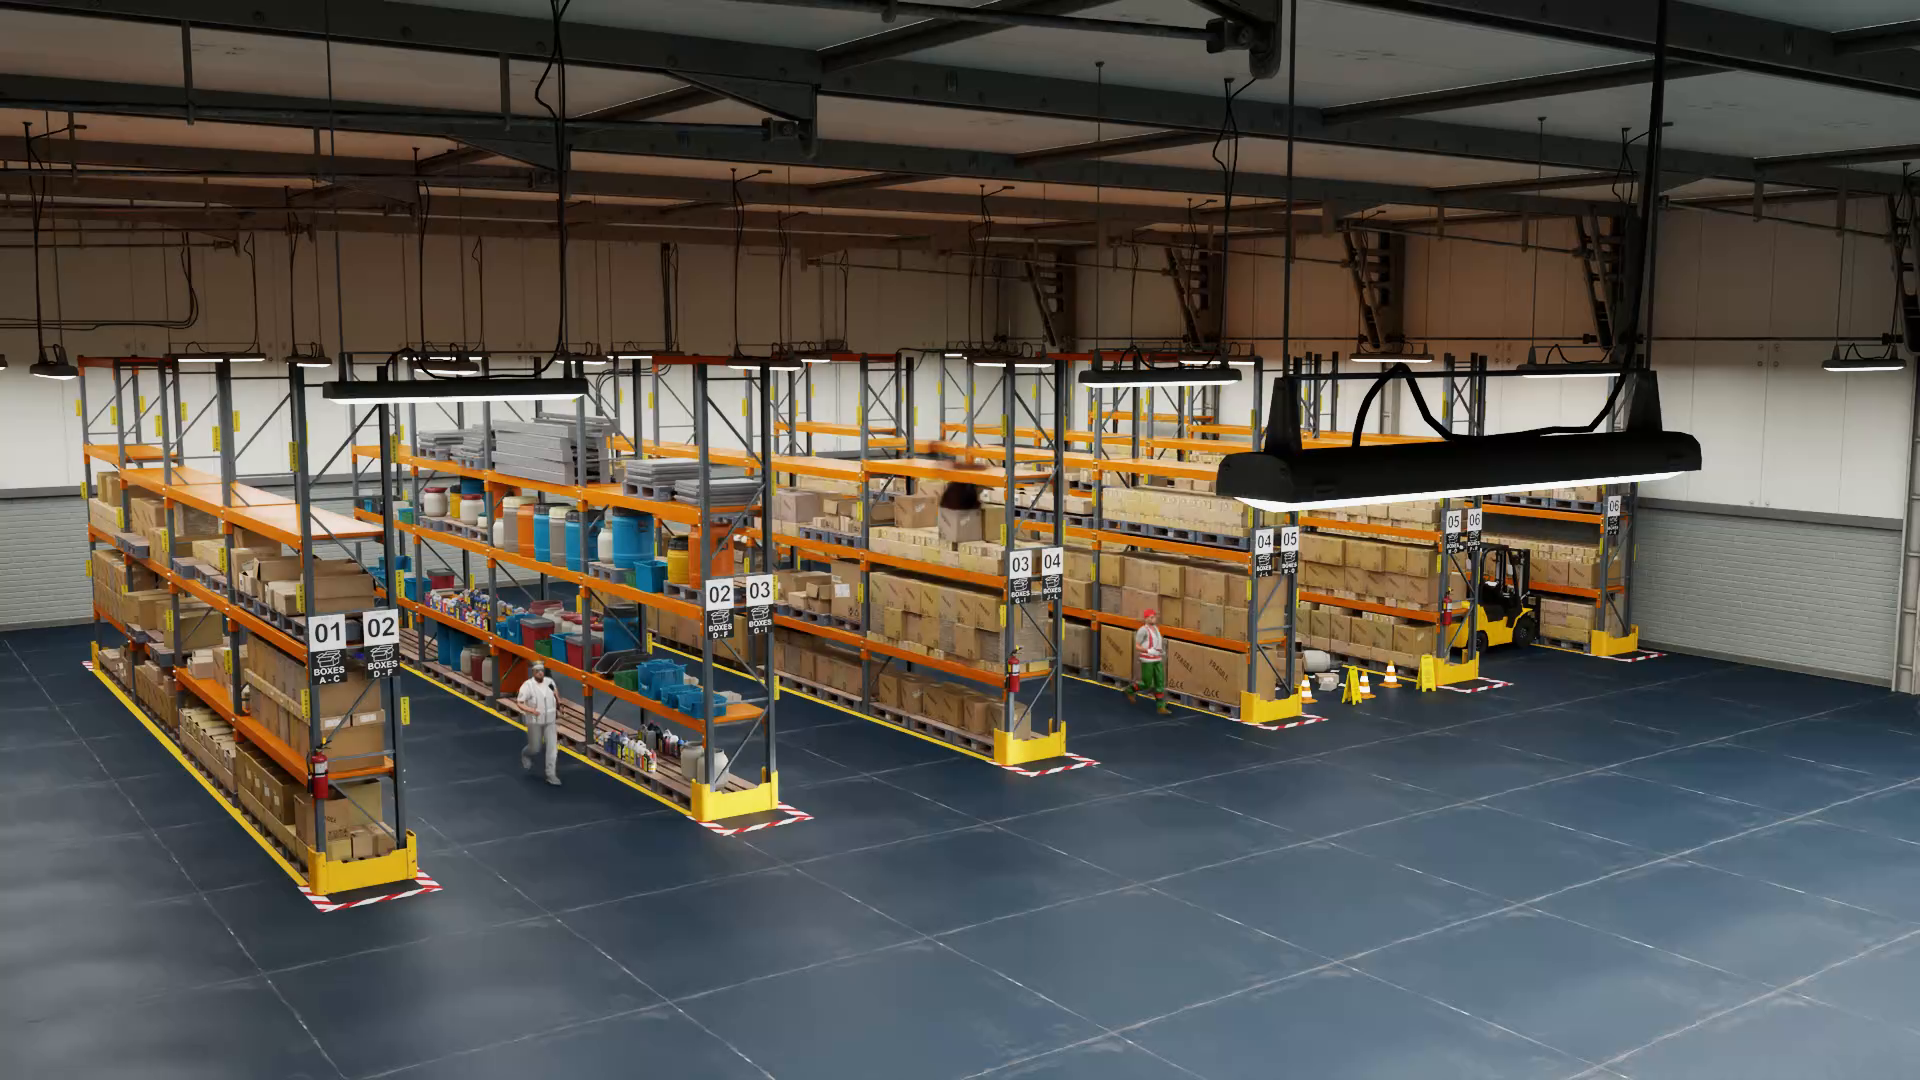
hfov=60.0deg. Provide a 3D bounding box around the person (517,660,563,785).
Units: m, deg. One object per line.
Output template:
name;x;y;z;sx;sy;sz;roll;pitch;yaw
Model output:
person;-5.972;2.578;23.795;0.678;1.747;0.935;-5;8;-35

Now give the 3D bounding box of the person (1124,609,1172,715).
person;3.215;2.038;28.078;0.658;1.768;0.971;-7;10;-44

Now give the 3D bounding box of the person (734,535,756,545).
person;-5.419;0.522;40.711;0.764;1.747;0.979;5;9;36

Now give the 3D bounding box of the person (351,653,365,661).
person;-10.141;2.146;27.956;0.570;1.609;0.568;-7;10;-43
